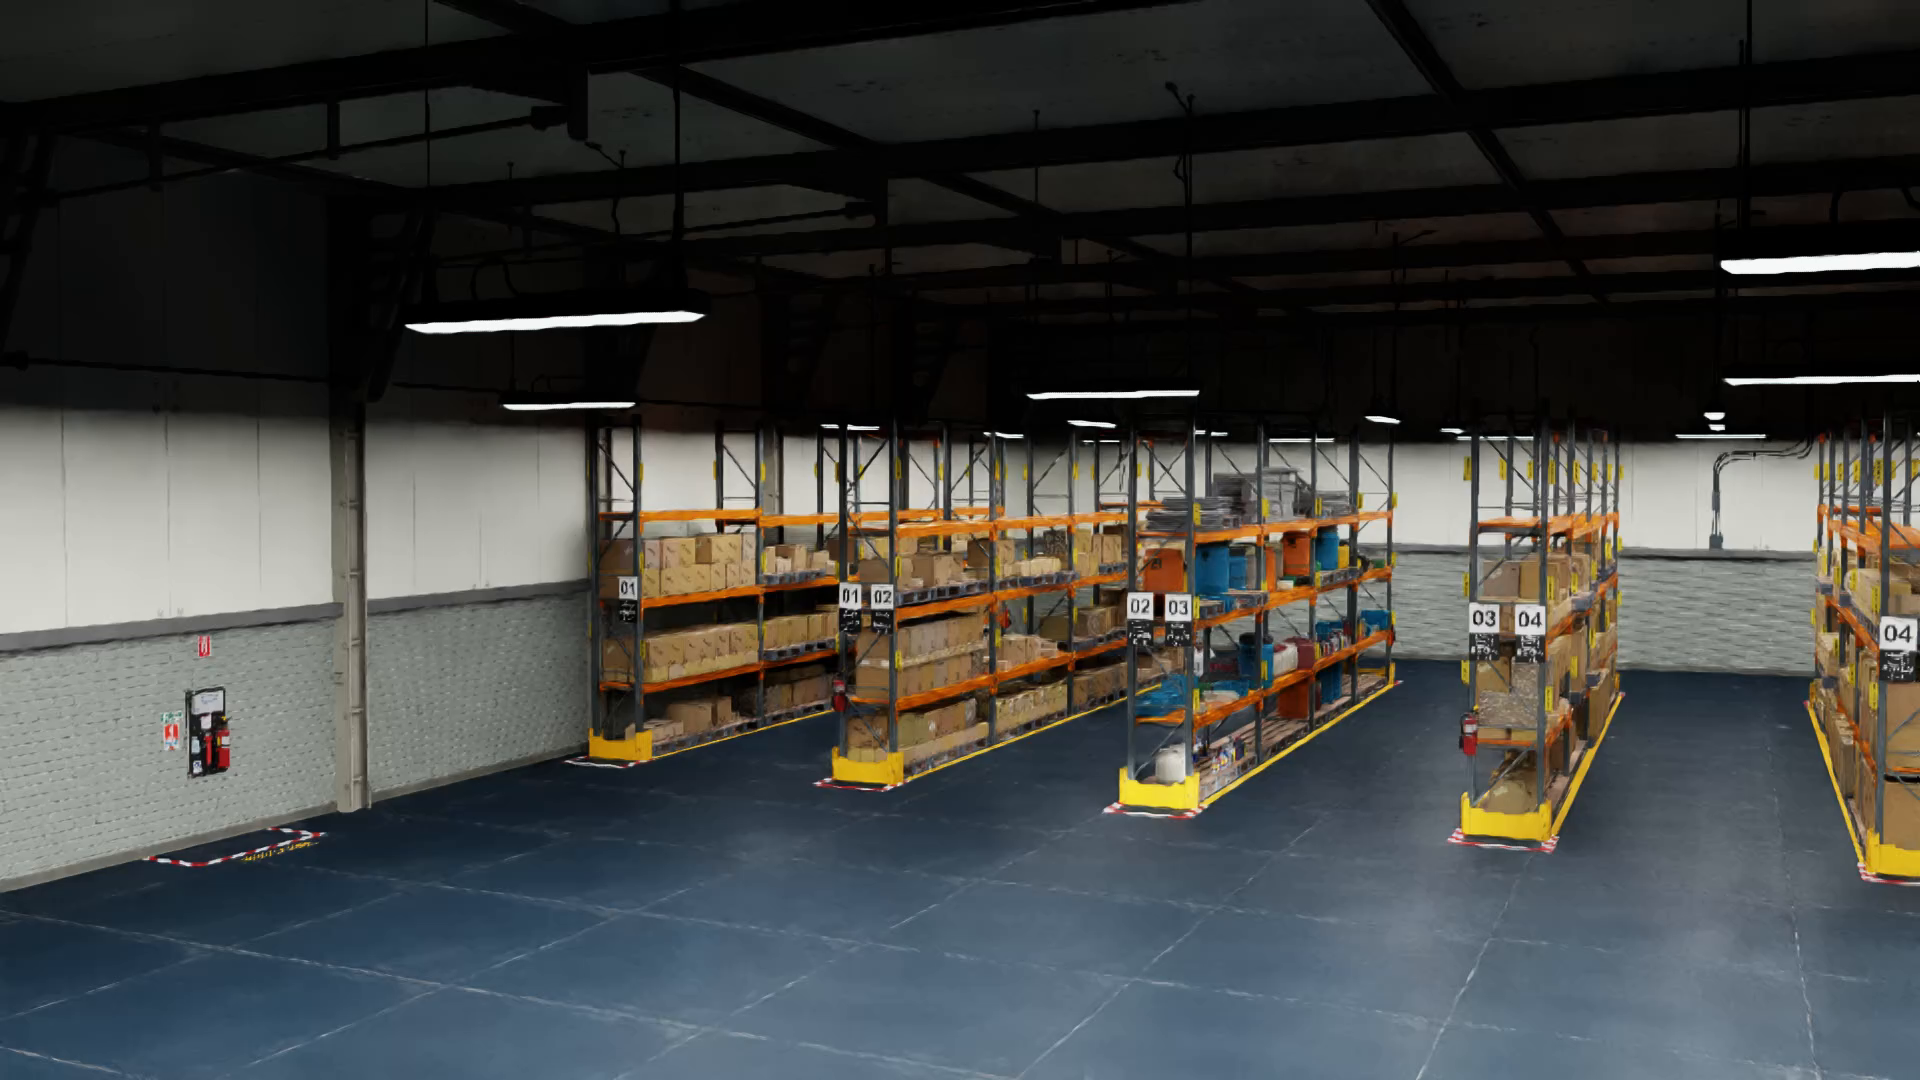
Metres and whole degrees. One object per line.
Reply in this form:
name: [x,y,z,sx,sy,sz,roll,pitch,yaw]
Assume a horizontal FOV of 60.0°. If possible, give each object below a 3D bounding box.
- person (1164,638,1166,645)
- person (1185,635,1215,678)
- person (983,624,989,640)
person: [5.678,2.358,44.737,0.682,1.628,0.515,-1,2,-20]
person: [4.877,2.764,33.693,0.682,1.715,0.528,1,3,23]
person: [0.467,2.562,38.782,0.688,1.712,0.782,1,3,30]
